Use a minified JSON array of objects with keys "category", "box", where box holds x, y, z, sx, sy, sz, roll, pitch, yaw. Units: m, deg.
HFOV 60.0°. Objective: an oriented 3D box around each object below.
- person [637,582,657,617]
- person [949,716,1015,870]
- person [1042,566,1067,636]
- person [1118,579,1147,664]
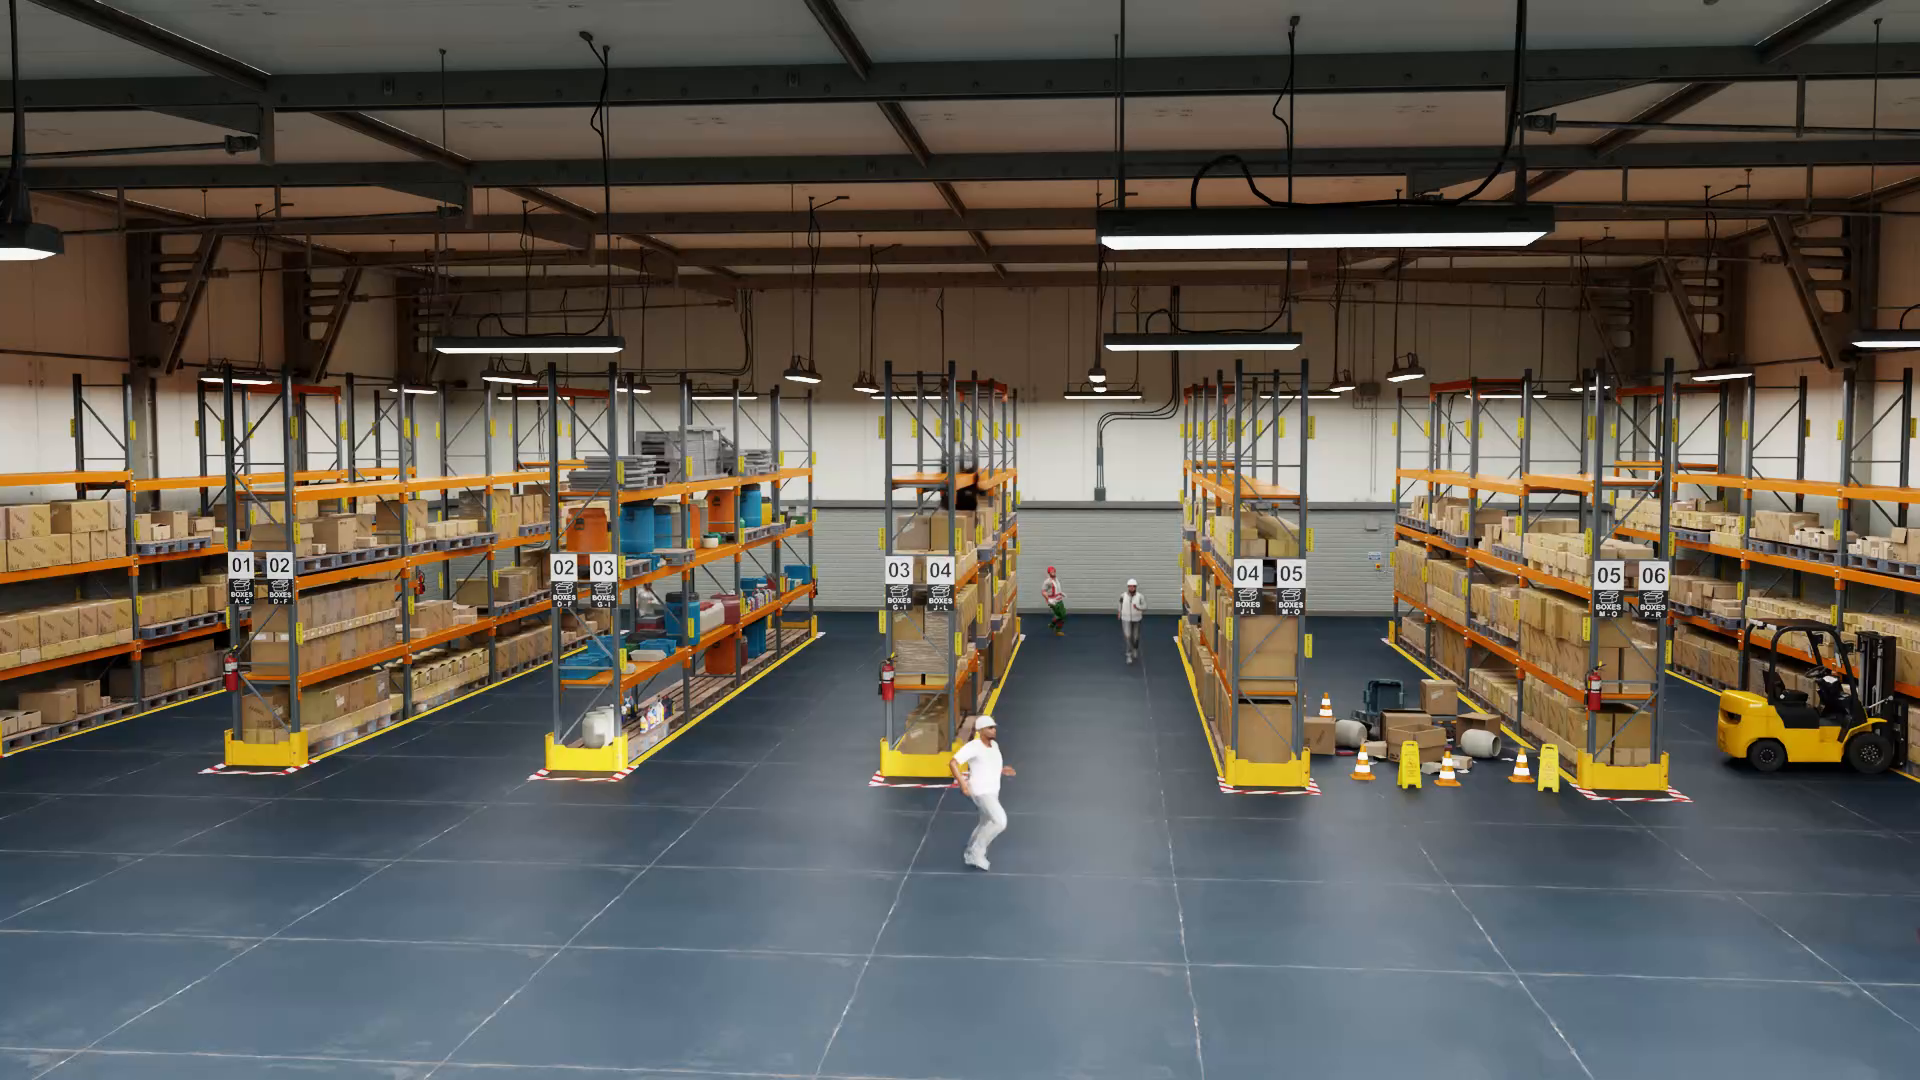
[{"category":"person","box":[-7.185,1.708,38.074,0.504,1.628,0.711,-1,4,-10]},{"category":"person","box":[0.313,2.872,18.940,0.660,1.741,0.692,2,4,28]},{"category":"person","box":[2.315,1.460,40.421,0.528,1.650,0.696,3,5,41]},{"category":"person","box":[3.713,1.729,35.875,0.646,1.779,0.953,0,4,8]}]
